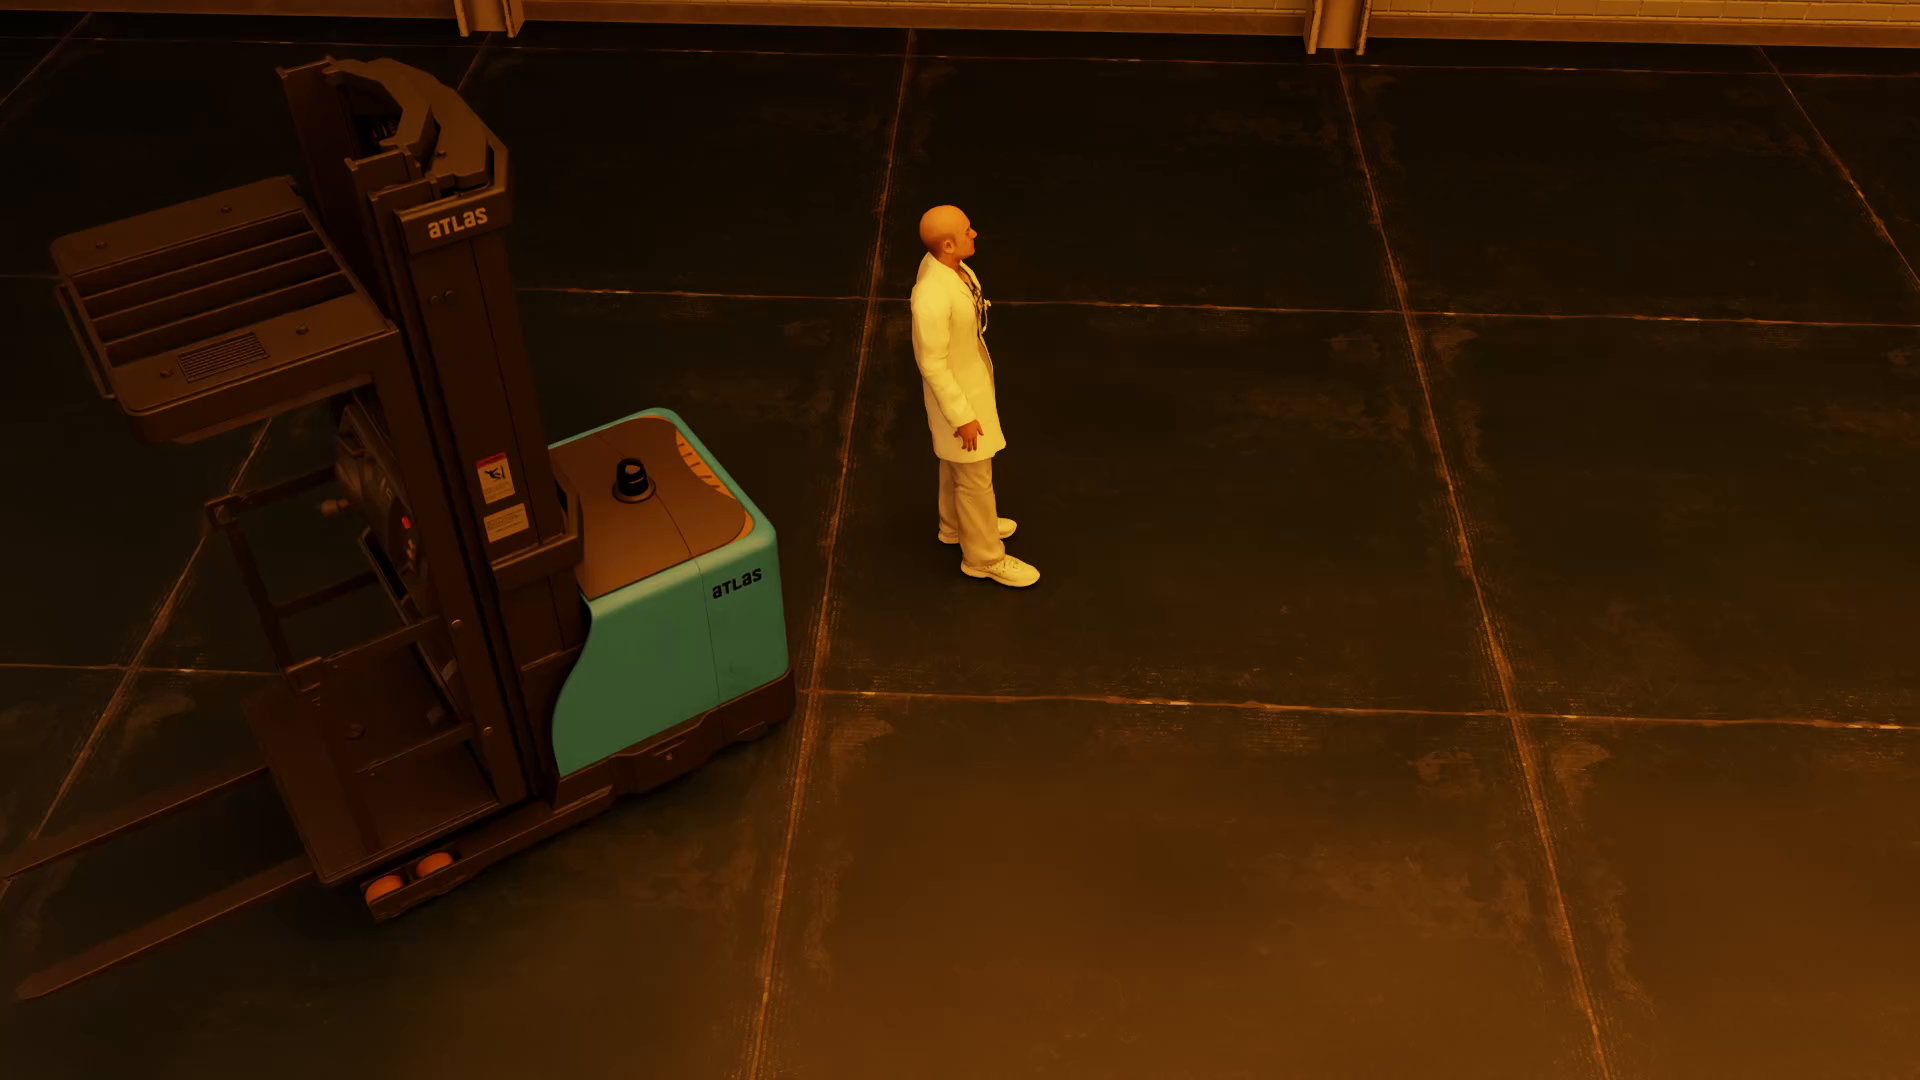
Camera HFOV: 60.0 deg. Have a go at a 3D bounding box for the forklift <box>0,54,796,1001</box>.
[{"bbox_3d":[-2.207,-0.052,5.799,3.031,2.935,1.130,-24,48,-24],"label":"forklift"}]

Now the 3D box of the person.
[{"bbox_3d":[0.090,-0.657,7.306,0.580,1.777,0.698,2,42,2],"label":"person"}]
